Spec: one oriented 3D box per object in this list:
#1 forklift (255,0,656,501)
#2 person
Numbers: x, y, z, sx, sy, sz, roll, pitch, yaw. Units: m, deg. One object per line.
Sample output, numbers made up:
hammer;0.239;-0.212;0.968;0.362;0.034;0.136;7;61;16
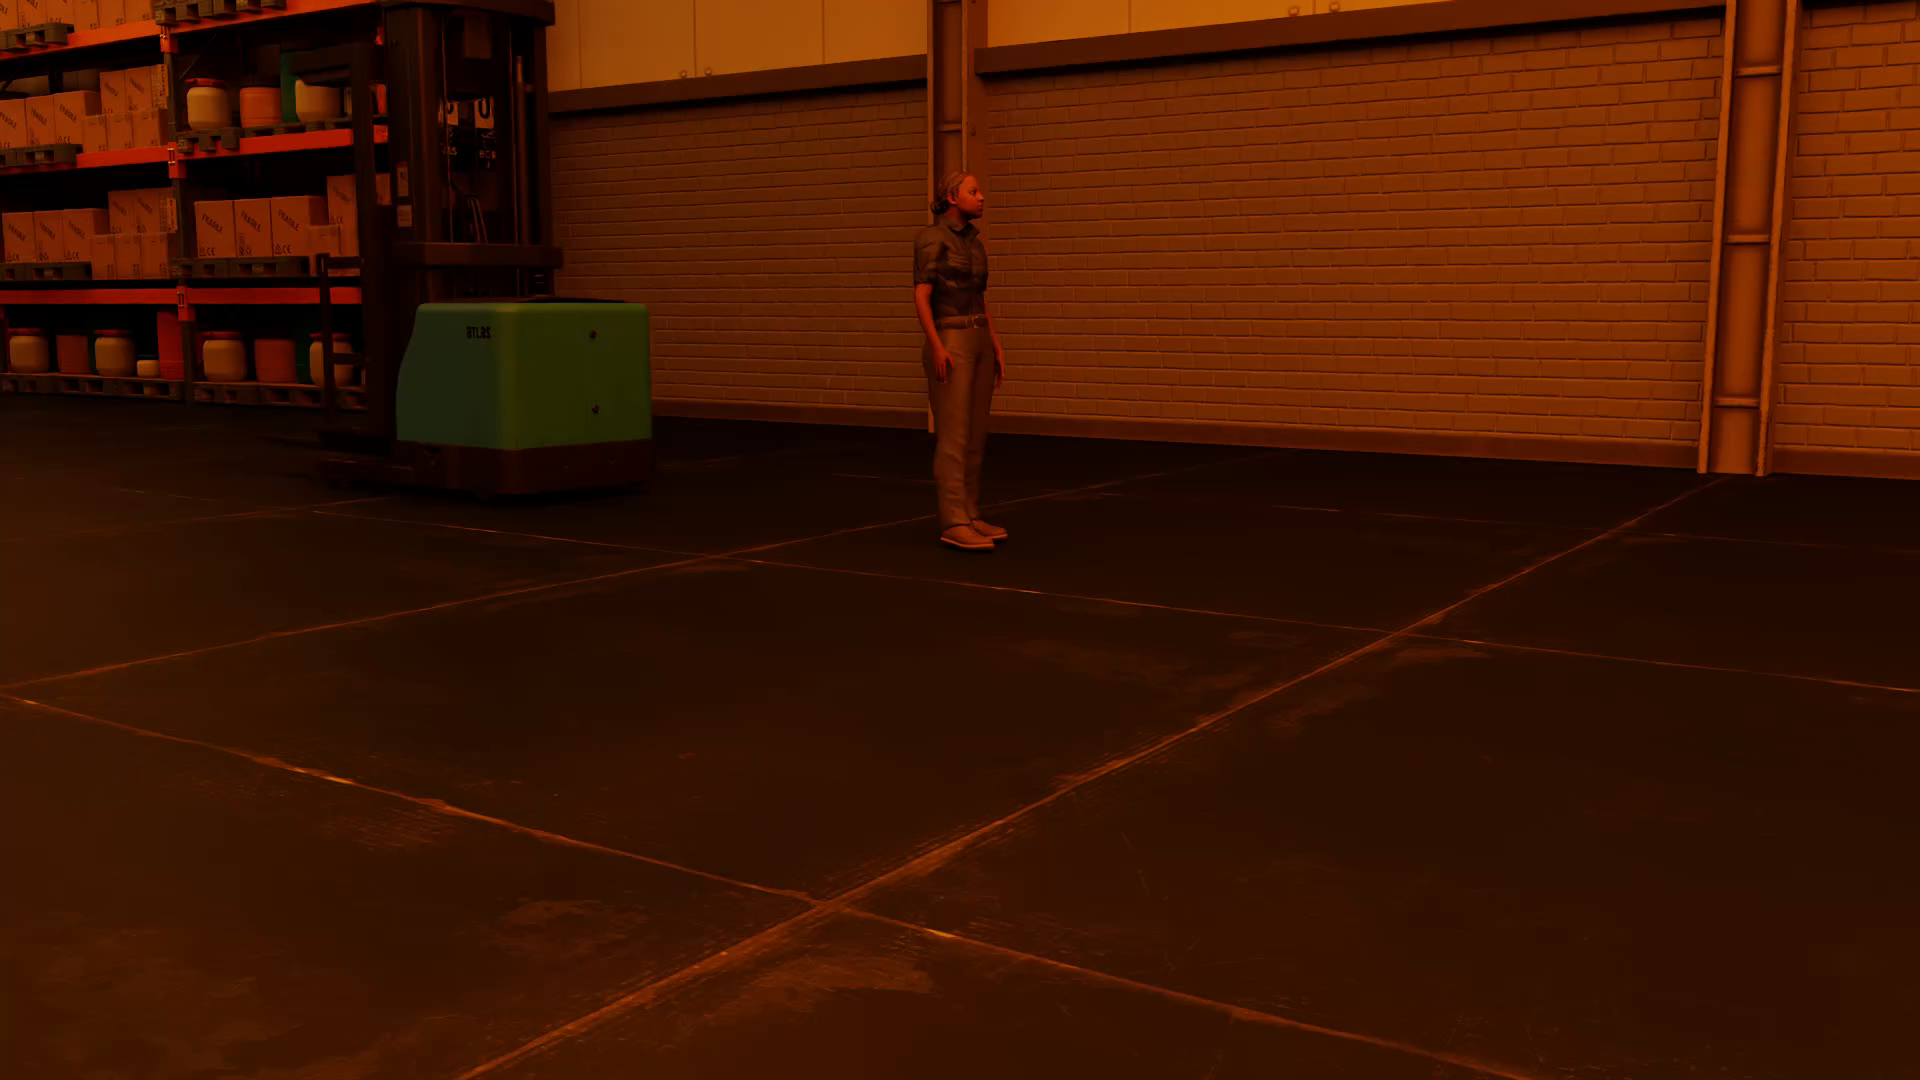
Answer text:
forklift;-3.190;-1.803;9.875;3.031;2.935;1.130;7;10;39
person;0.061;-0.817;7.421;0.504;1.654;0.569;5;10;34
